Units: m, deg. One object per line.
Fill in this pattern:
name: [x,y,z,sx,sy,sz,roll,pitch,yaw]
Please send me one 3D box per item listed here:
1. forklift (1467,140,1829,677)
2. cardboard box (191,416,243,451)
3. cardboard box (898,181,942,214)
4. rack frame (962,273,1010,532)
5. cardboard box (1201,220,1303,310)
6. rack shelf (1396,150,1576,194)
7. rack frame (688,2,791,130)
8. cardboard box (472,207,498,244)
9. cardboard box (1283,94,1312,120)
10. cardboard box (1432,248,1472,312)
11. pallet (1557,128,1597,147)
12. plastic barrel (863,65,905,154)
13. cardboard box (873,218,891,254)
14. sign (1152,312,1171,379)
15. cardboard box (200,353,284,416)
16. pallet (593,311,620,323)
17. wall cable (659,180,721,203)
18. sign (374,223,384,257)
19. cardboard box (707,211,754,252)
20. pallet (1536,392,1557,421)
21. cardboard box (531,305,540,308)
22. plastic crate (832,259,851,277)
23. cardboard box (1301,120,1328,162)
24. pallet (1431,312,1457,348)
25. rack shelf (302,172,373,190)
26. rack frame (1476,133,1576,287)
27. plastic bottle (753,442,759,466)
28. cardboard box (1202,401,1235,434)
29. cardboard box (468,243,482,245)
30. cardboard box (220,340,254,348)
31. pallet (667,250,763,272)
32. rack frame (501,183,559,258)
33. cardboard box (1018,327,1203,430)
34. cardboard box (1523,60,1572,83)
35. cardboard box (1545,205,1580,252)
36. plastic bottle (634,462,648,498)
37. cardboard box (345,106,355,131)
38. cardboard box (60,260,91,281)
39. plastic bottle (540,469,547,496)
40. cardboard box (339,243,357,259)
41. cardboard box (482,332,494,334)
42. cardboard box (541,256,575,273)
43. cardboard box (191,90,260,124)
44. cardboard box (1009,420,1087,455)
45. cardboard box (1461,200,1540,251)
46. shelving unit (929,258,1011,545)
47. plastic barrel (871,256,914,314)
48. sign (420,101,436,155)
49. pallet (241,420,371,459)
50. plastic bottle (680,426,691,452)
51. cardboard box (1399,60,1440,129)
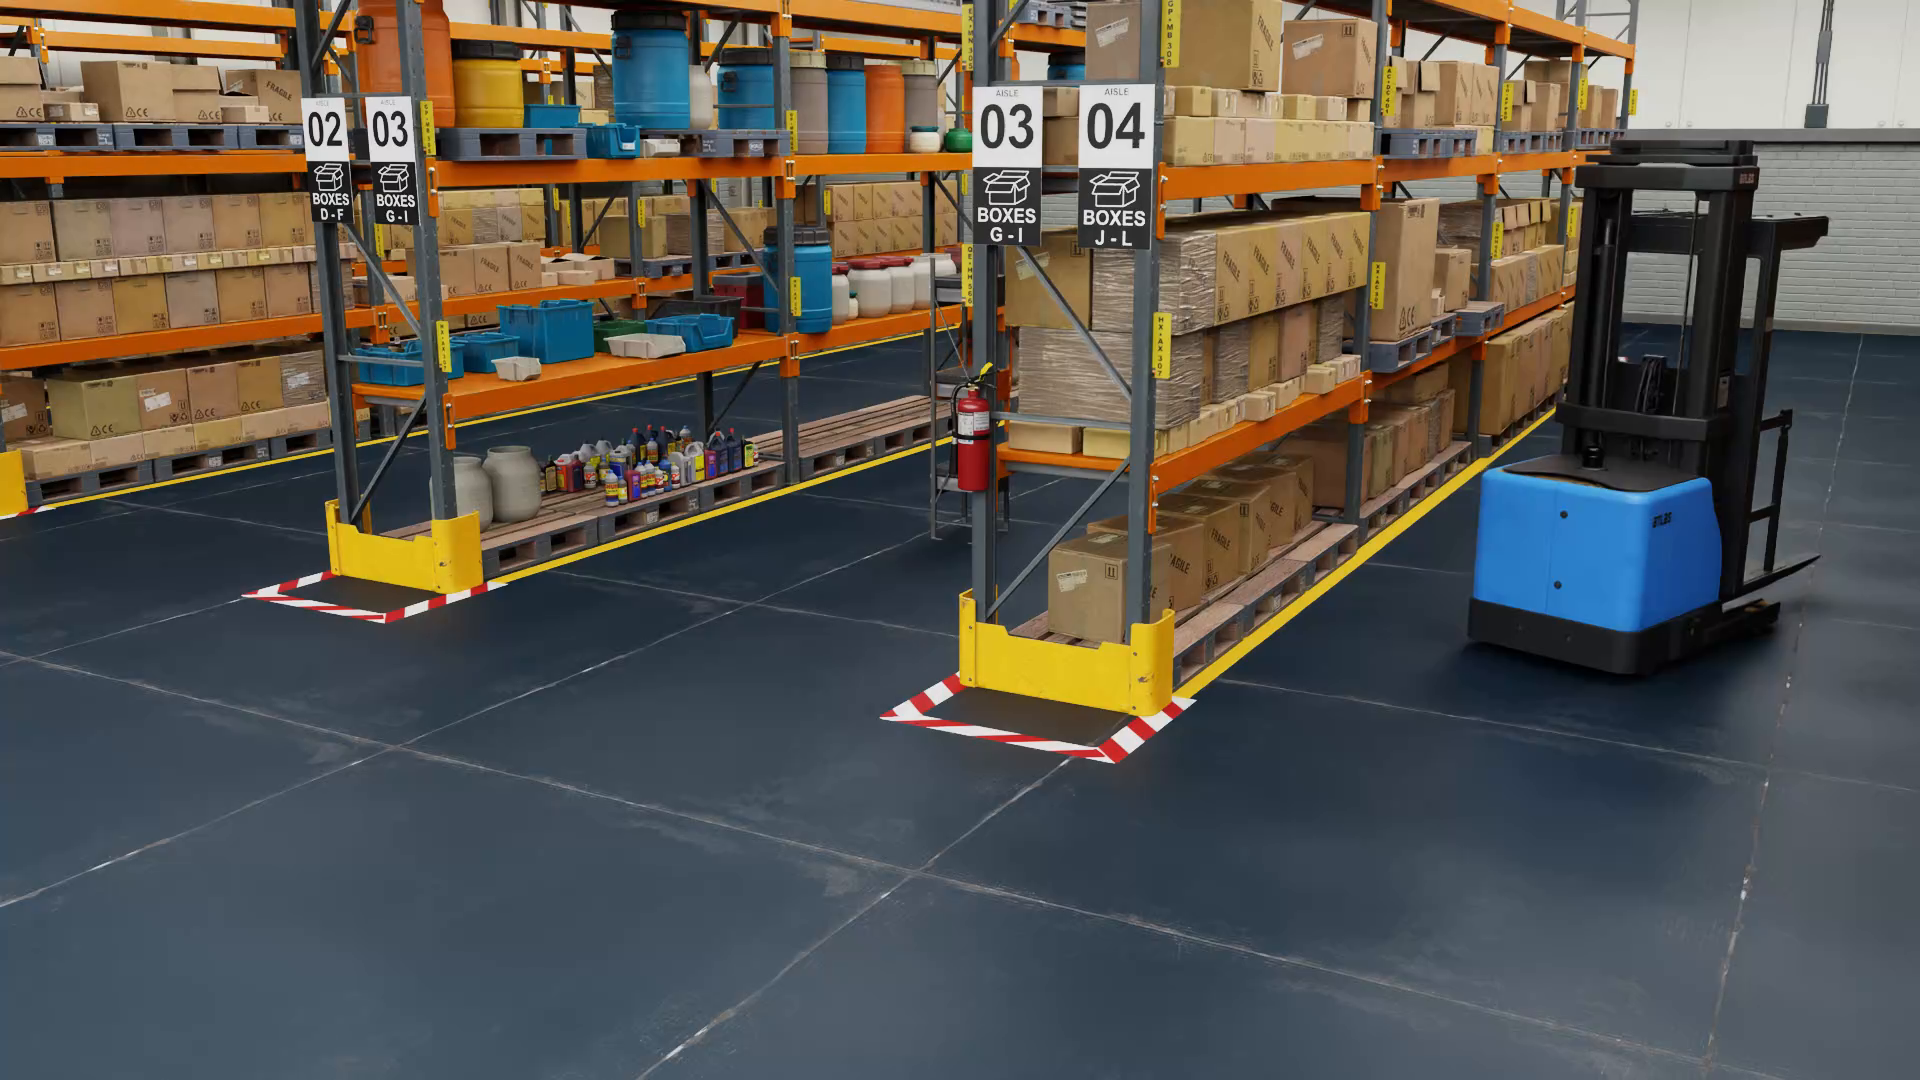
forklift: [4.441,-0.932,10.147,3.031,2.935,1.130,-12,18,-41]
cardboard box: [-6.959,-0.997,15.239,0.500,0.250,0.500,7,15,28]
cardboard box: [-0.622,-5.328,25.888,0.500,0.500,0.500,8,16,30]
rack frame: [0.198,-1.105,12.636,0.400,2.100,0.015,7,15,28]
cardboard box: [1.760,-1.683,10.133,0.500,0.500,0.500,7,15,28]
rack shelf: [5.365,-3.774,16.923,1.077,0.370,4.000,7,15,28]
rack frame: [-1.871,-4.912,13.709,1.000,3.000,0.127,7,15,28]
cardboard box: [-7.167,-4.631,24.453,0.500,0.500,0.500,7,15,28]
cardboard box: [1.928,-2.643,10.167,0.380,0.149,0.250,8,16,31]
cardboard box: [3.990,-2.267,14.427,0.700,0.500,0.500,10,17,36]
pallet: [6.737,-4.658,19.242,1.003,0.211,1.213,7,15,28]
plastic barrel: [-0.841,-4.205,16.261,0.600,0.830,0.708,7,15,28]
cardboard box: [-1.365,-4.529,24.707,0.500,0.500,0.500,7,15,28]
sign: [1.006,-0.973,8.324,0.100,0.325,0.005,7,15,28]
cardboard box: [-6.729,-1.466,15.583,0.500,0.500,0.500,7,15,28]
pallet: [-6.240,-3.551,26.813,1.003,0.211,1.213,7,15,28]
wall cable: [-4.952,-6.444,30.695,0.084,1.984,1.851,7,15,28]
sign: [-5.719,-2.955,16.373,0.100,0.325,0.005,7,15,28]
cardboard box: [-3.138,-4.082,21.958,0.700,0.500,0.500,3,14,14]
pallet: [6.025,-1.553,18.527,1.003,0.211,1.213,7,15,28]
cardboard box: [-6.877,-3.771,25.464,0.750,0.750,0.750,8,15,29]
plastic crate: [-0.986,-2.551,16.577,0.402,0.464,0.583,7,15,28]
cardboard box: [1.970,-2.486,10.364,0.500,0.250,0.500,7,15,28]
pallet: [3.477,-1.751,13.807,1.003,0.211,1.213,7,15,28]
rack shelf: [-5.239,-4.077,18.178,1.077,0.370,4.000,7,15,28]
rack frame: [6.332,-3.076,18.892,1.000,3.000,0.127,7,15,28]
plastic bottle: [-1.774,-0.740,14.233,0.097,0.201,0.097,0,14,0]
cardboard box: [1.379,-0.726,9.681,0.380,0.149,0.250,7,15,28]
cardboard box: [-7.244,-4.290,24.422,0.380,0.149,0.250,7,15,26]
cardboard box: [-9.479,-2.586,21.256,0.700,0.500,0.500,7,15,28]
pallet: [-3.336,-3.685,21.827,1.003,0.211,1.213,7,15,28]
rack frame: [-6.676,-4.760,25.876,1.000,3.000,0.127,7,15,28]
cardboard box: [0.821,-0.917,9.089,0.875,0.500,0.500,7,15,28]
cardboard box: [6.792,-5.392,19.177,0.500,0.250,0.500,6,15,24]
cardboard box: [6.787,-3.581,19.074,0.500,0.500,0.500,7,15,28]
plastic bottle: [-2.490,-0.470,12.964,0.097,0.271,0.097,0,14,0]
cardboard box: [-5.899,-4.273,16.880,0.500,0.250,0.500,9,16,34]
cardboard box: [-7.514,-2.263,13.921,0.380,0.149,0.250,7,15,28]
plastic bottle: [-3.301,-0.455,13.053,0.097,0.201,0.097,0,14,0]
cardboard box: [-6.149,-2.842,16.323,0.380,0.149,0.250,7,15,28]
cardboard box: [-5.277,-2.231,19.163,0.500,0.311,0.500,7,15,27]
cardboard box: [-4.874,-3.174,19.487,0.500,0.311,0.500,7,15,27]
cardboard box: [-6.941,-4.061,15.572,0.500,0.311,0.500,6,15,25]
cardboard box: [0.488,-0.574,9.049,0.380,0.149,0.250,7,15,28]
cardboard box: [5.689,-3.341,17.637,0.797,0.503,0.637,8,15,29]
shelving unit: [0.080,-1.055,12.428,0.431,2.100,0.503,7,15,28]
plastic barrel: [-0.653,-2.473,16.100,0.433,0.535,0.433,0,14,0]
sign: [-3.325,-2.574,10.393,0.100,0.325,0.005,7,15,28]
pallet: [-6.626,-1.044,16.413,1.003,0.211,1.213,7,15,28]
plastic bottle: [-2.409,-0.868,14.615,0.097,0.271,0.097,0,14,0]
cardboard box: [3.233,-3.426,12.827,0.797,0.503,0.637,8,16,30]
